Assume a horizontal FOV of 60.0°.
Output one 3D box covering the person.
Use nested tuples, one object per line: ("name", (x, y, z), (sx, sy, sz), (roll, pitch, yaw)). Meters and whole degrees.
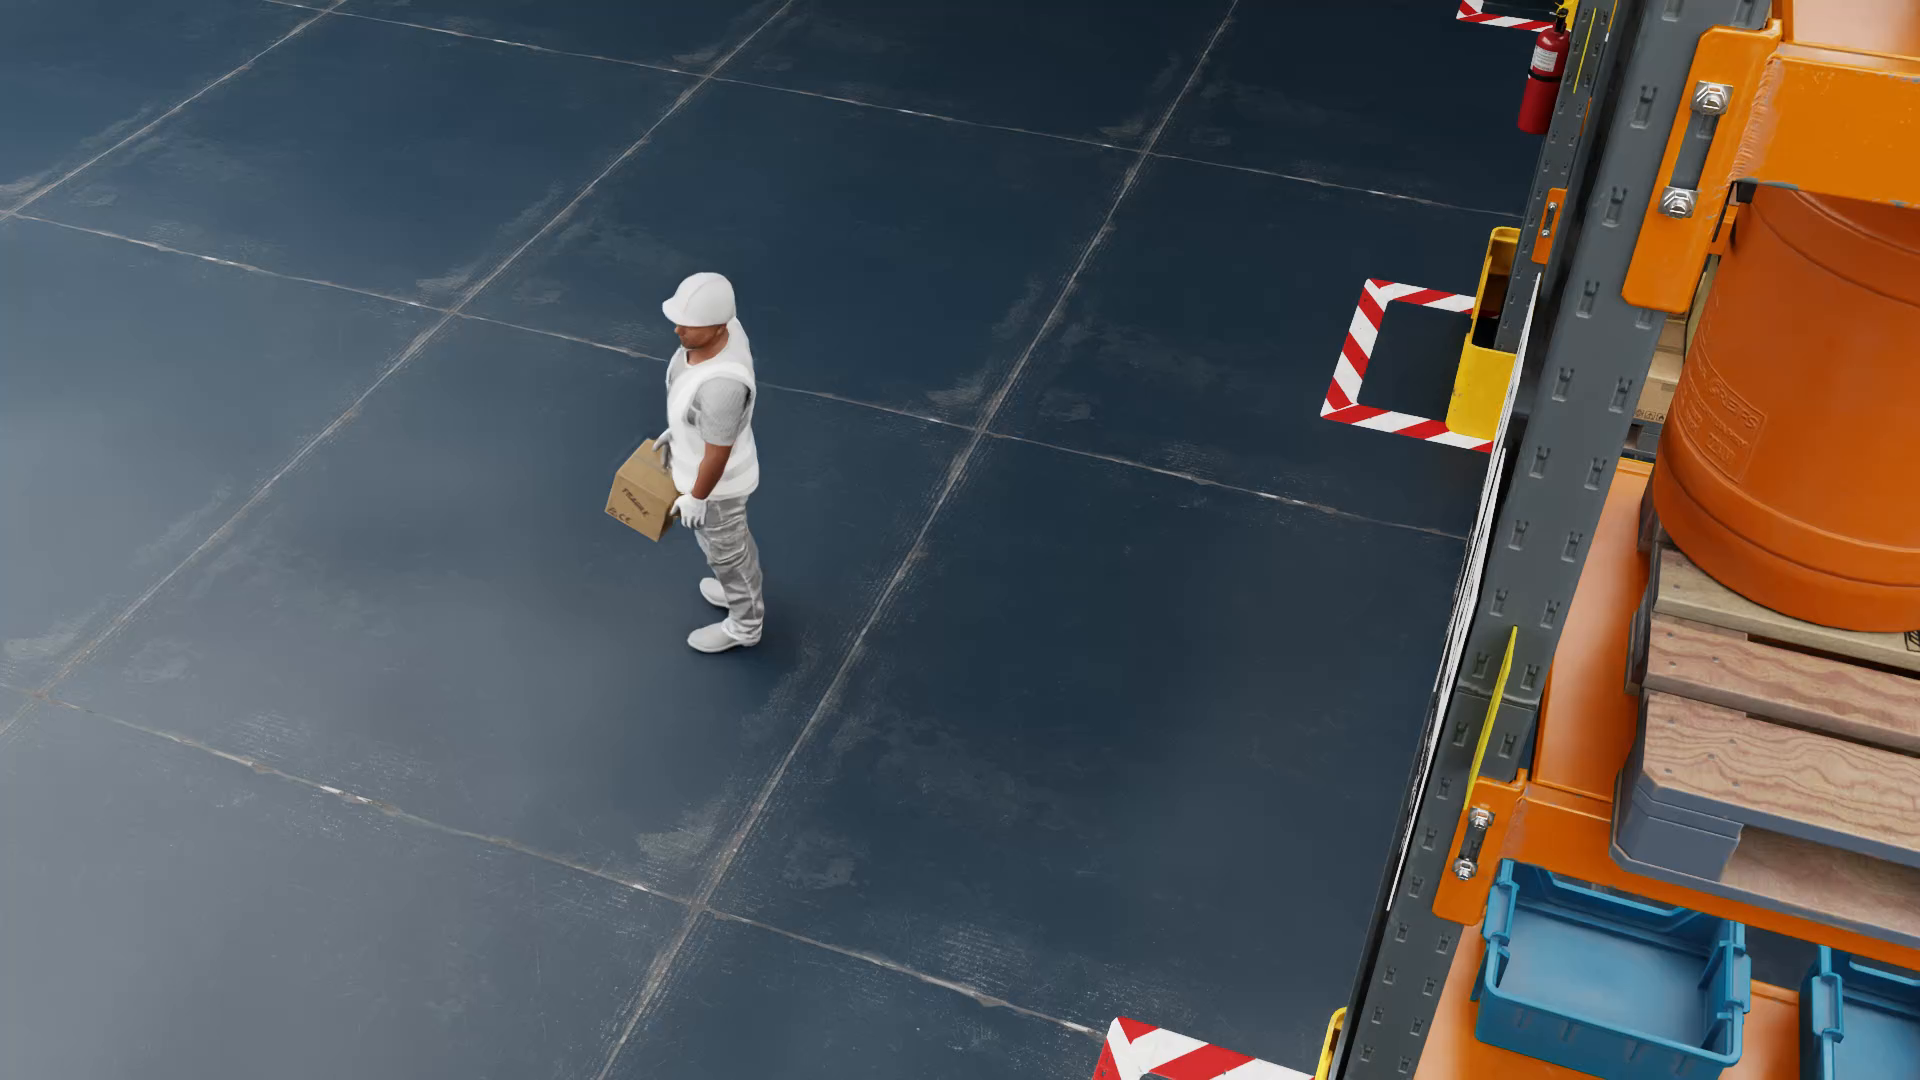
("person", (-0.979, -0.285, 6.446), (0.432, 1.788, 0.613), (-5, 41, -6))
